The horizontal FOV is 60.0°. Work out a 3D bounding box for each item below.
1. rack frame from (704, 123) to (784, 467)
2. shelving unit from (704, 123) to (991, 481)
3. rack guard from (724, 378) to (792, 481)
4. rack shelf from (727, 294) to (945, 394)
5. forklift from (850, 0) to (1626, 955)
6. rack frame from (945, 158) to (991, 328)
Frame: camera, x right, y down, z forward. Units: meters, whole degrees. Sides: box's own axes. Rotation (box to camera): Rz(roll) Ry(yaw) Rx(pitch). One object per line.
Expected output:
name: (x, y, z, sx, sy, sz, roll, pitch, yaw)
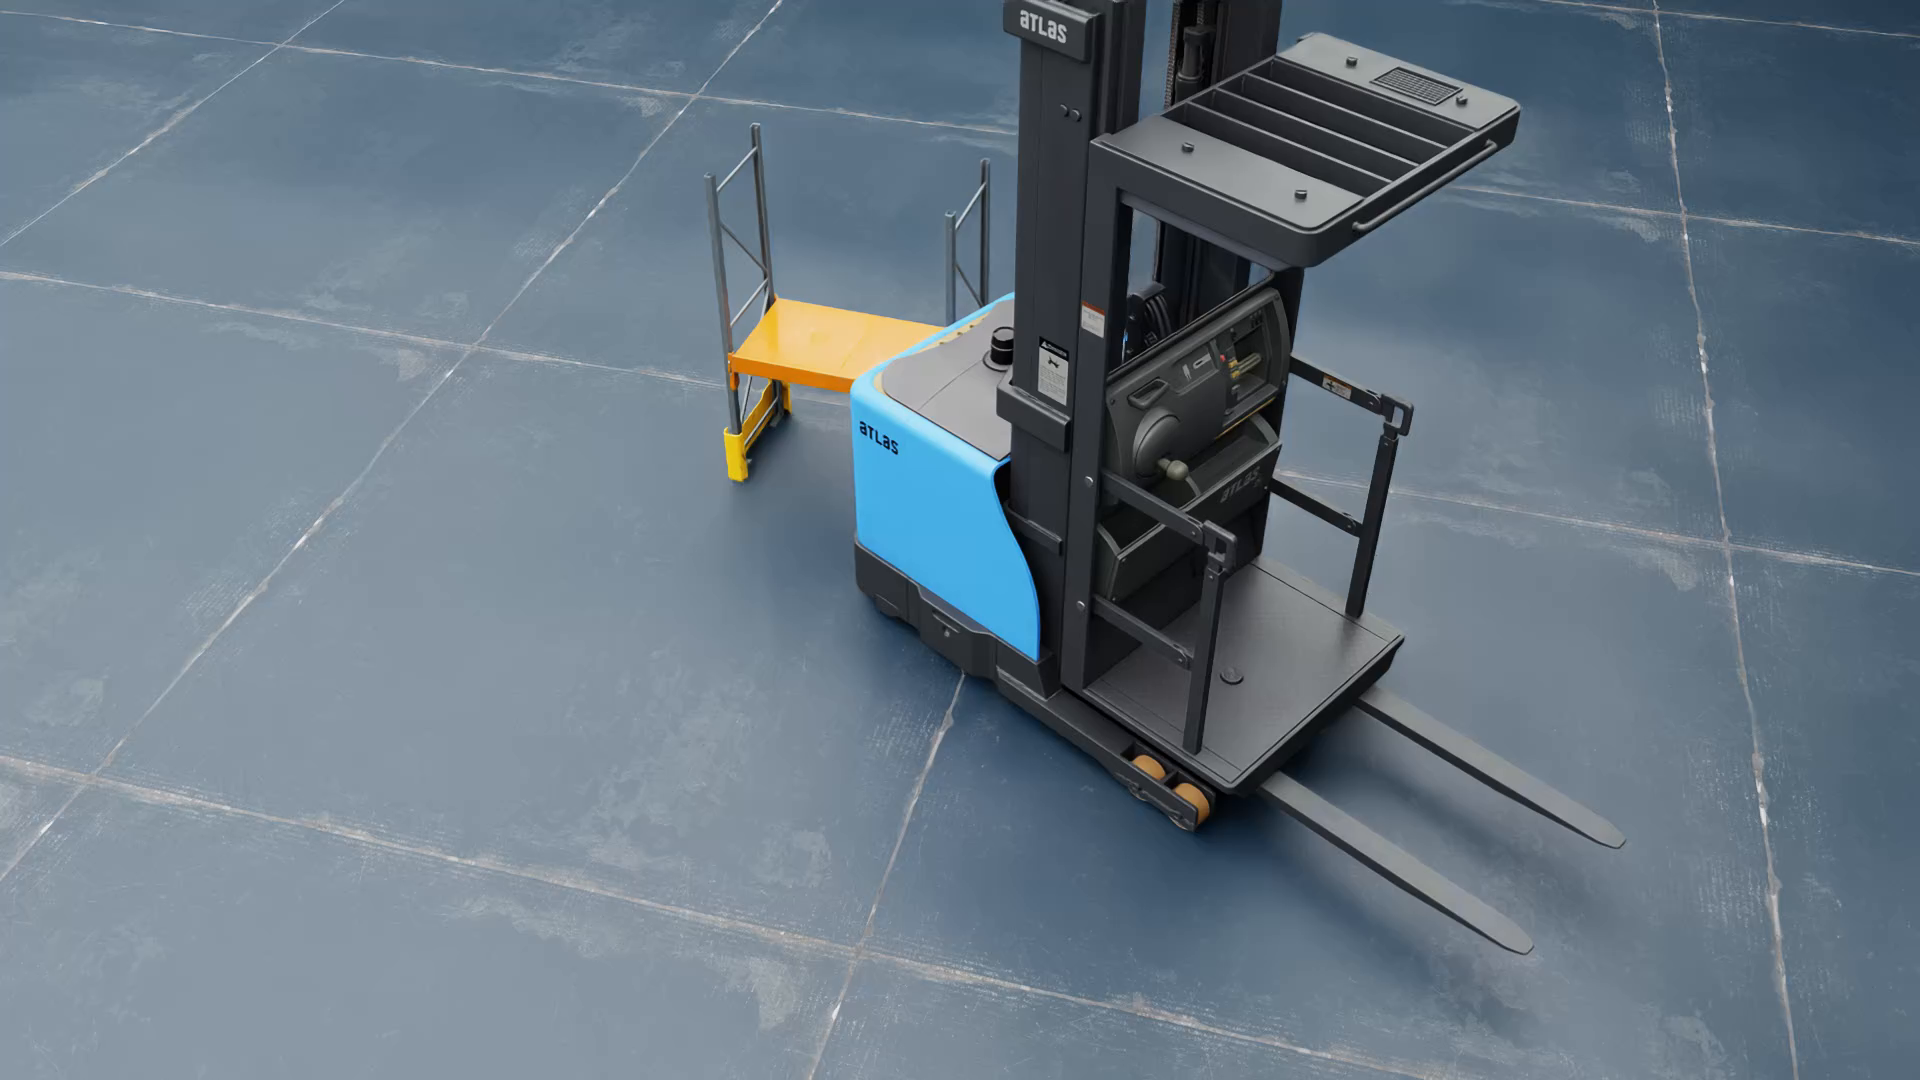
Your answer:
rack frame: (-0.933, -1.029, 7.309, 0.032, 1.500, 0.500, 12, 41, 14)
shelving unit: (-0.459, -0.929, 7.190, 1.083, 1.500, 0.587, 12, 41, 14)
rack guard: (-0.932, -0.550, 7.710, 0.087, 0.250, 0.587, 12, 41, 14)
rack shelf: (-0.450, -0.790, 7.304, 1.000, 0.185, 0.538, 12, 41, 14)
forklift: (0.968, -0.459, 5.518, 3.031, 2.935, 1.130, 32, 50, 33)
rack frame: (0.033, -0.826, 7.067, 0.032, 1.500, 0.500, 12, 41, 14)
